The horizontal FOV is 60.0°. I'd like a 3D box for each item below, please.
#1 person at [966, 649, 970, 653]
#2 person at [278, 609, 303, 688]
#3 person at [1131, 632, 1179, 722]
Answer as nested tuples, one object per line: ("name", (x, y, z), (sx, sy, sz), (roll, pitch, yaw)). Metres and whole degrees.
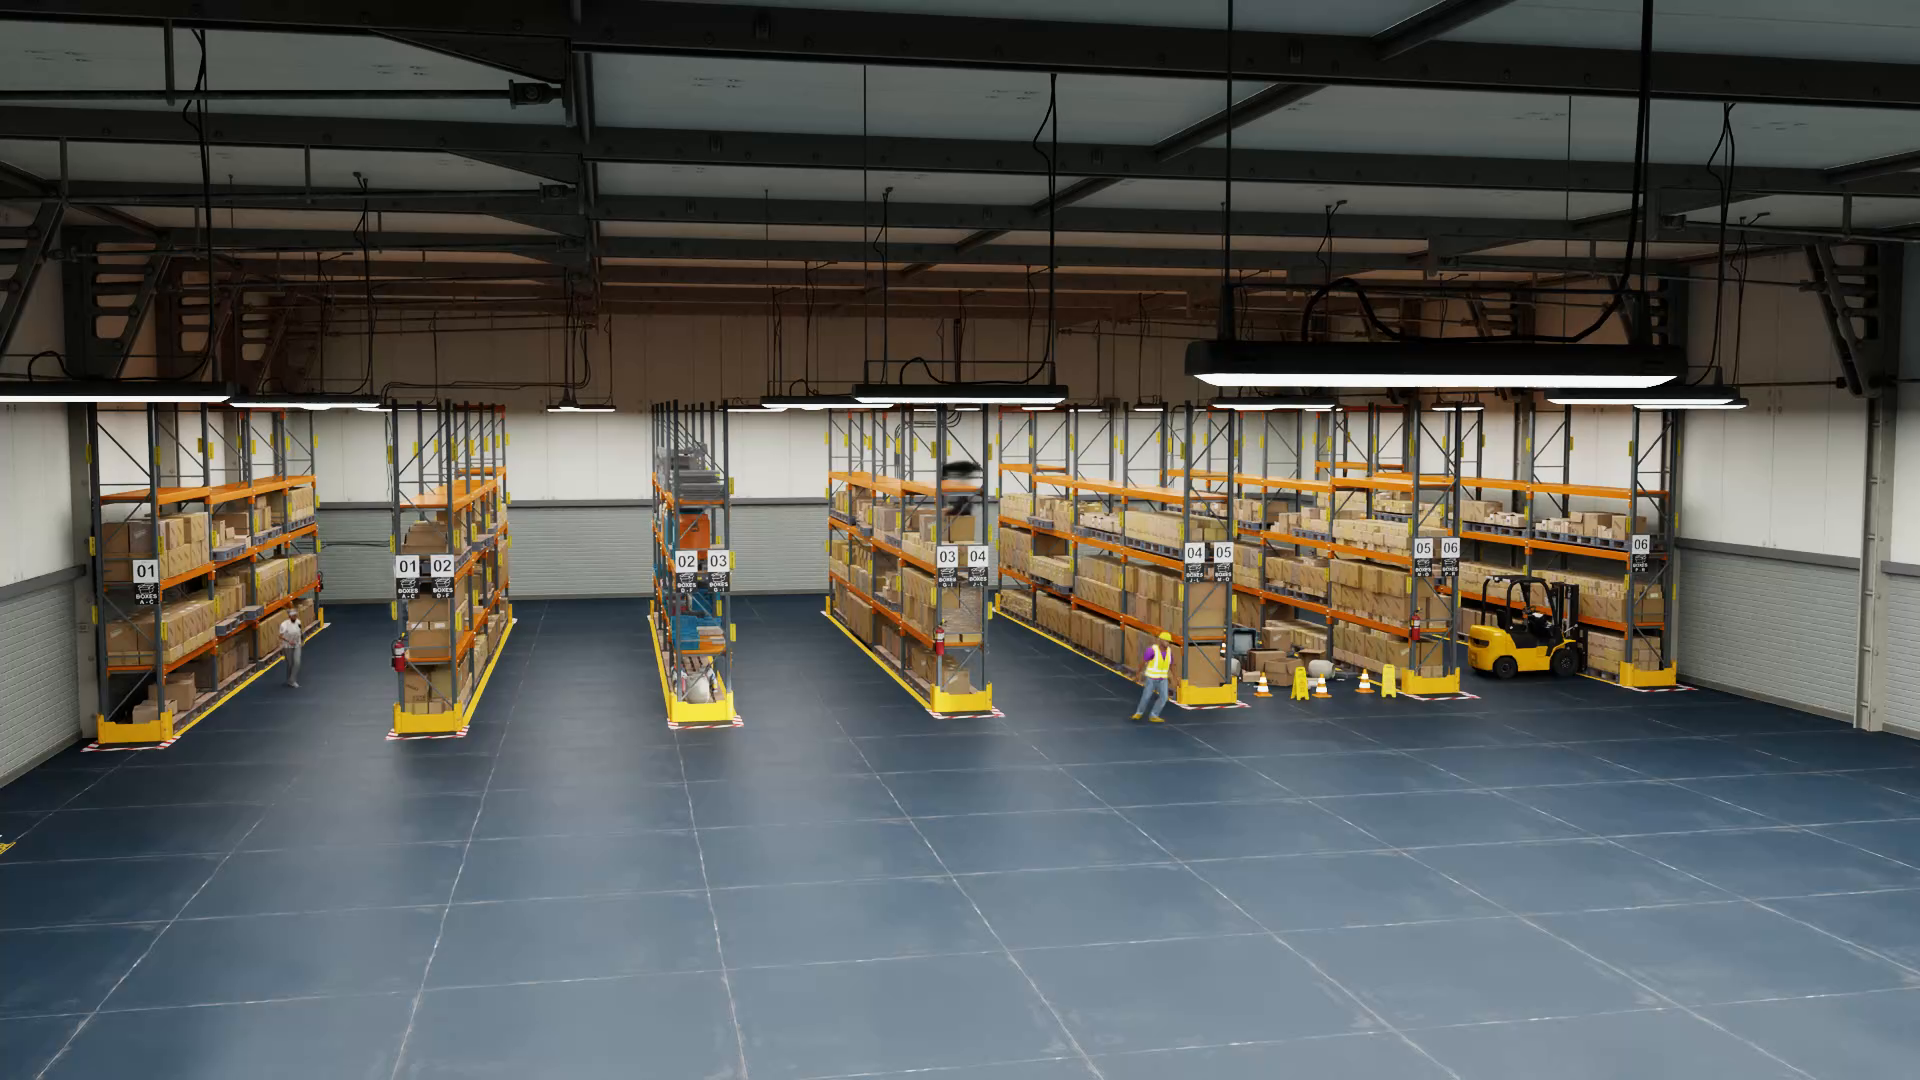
("person", (0.093, 1.890, 40.513), (0.601, 1.625, 1.009), (-2, 5, -24))
("person", (-14.145, 2.256, 35.123), (0.559, 1.665, 0.789), (-3, 5, -38))
("person", (3.632, 2.539, 30.938), (0.813, 1.695, 0.658), (-2, 5, -26))
